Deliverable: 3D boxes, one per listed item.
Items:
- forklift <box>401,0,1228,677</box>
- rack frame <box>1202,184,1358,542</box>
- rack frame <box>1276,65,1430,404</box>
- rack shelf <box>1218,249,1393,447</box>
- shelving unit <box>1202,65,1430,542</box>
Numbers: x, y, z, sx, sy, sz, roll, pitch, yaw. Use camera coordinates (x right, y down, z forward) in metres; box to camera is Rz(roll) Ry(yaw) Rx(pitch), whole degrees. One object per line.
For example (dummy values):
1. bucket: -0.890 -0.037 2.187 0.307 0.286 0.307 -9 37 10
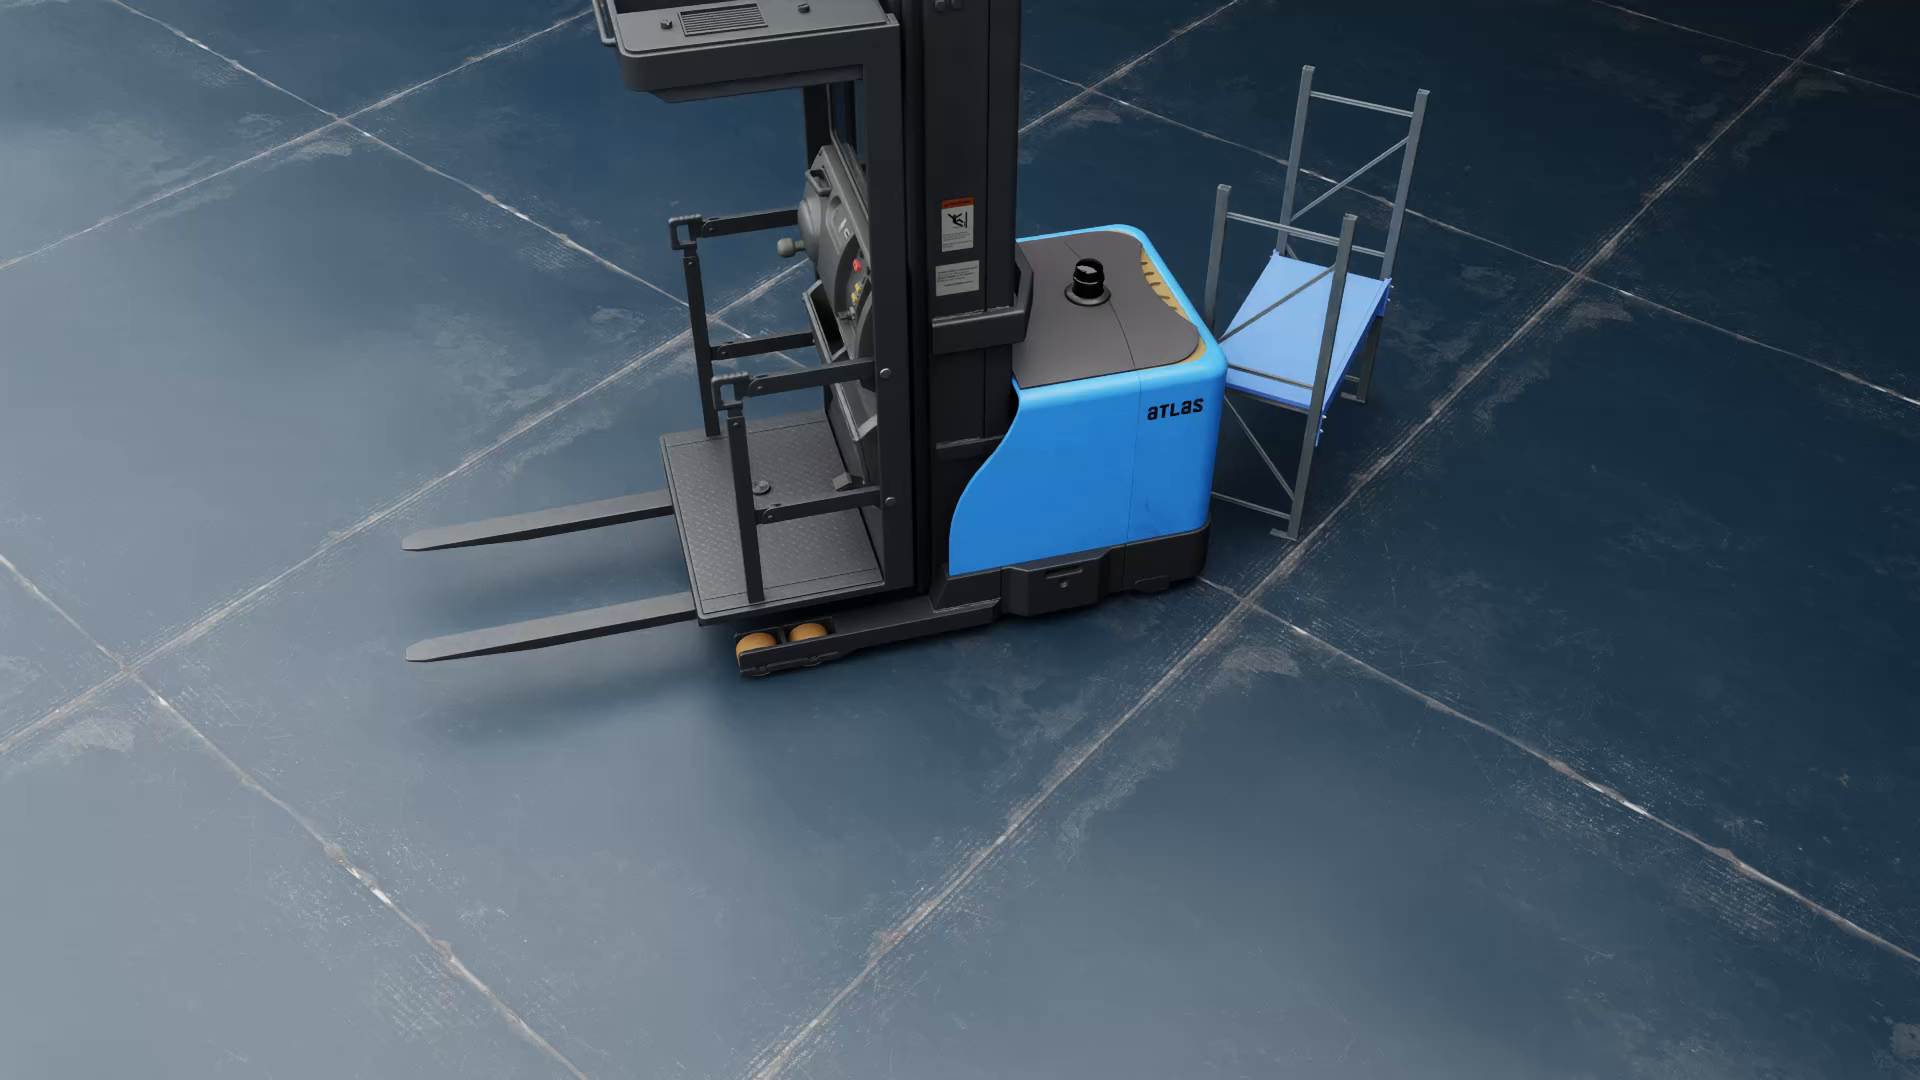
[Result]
1. forklift: -0.608 -0.973 5.641 3.031 2.935 1.130 -10 43 -11
2. rack frame: 1.144 -0.629 6.327 0.500 1.500 0.032 18 45 19
3. rack frame: 1.586 -1.245 7.004 0.500 1.500 0.032 18 45 19
4. rack shelf: 1.365 -0.804 6.786 0.538 0.185 1.000 18 45 19
5. shelving unit: 1.365 -0.937 6.665 0.538 1.500 1.048 18 45 19
